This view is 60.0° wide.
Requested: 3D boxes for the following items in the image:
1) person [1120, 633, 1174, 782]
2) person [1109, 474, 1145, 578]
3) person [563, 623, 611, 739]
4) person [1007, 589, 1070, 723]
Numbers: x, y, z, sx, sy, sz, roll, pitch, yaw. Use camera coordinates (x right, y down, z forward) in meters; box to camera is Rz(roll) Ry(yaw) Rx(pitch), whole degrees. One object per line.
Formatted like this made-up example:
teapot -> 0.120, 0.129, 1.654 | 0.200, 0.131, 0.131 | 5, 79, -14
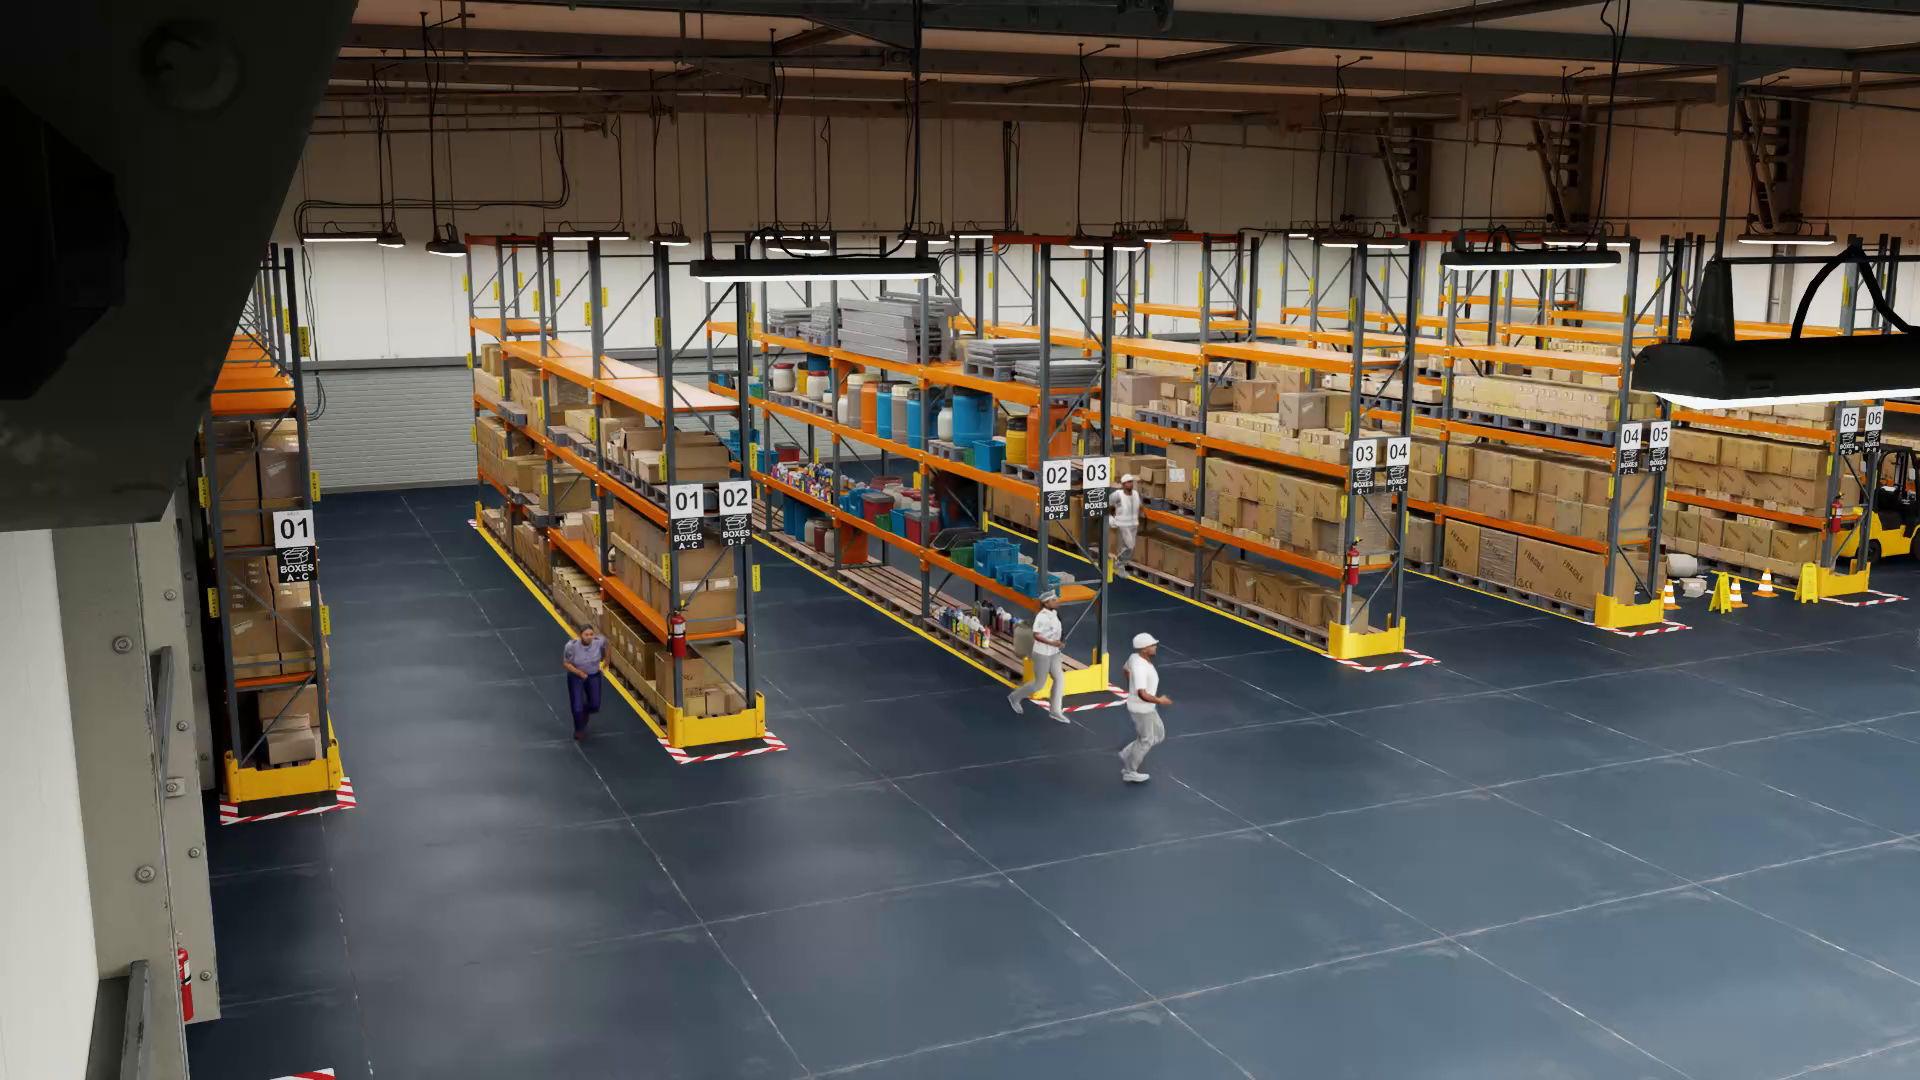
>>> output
person -> 2.112, 1.886, 18.822 | 0.593, 1.723, 0.746 | 1, 11, 5
person -> 2.852, -0.223, 28.149 | 0.668, 1.781, 0.634 | -8, 13, -34
person -> -4.525, 1.719, 20.304 | 0.620, 1.525, 0.745 | -5, 12, -24
person -> 1.069, 1.450, 21.231 | 0.852, 1.692, 0.604 | 6, 12, 27
